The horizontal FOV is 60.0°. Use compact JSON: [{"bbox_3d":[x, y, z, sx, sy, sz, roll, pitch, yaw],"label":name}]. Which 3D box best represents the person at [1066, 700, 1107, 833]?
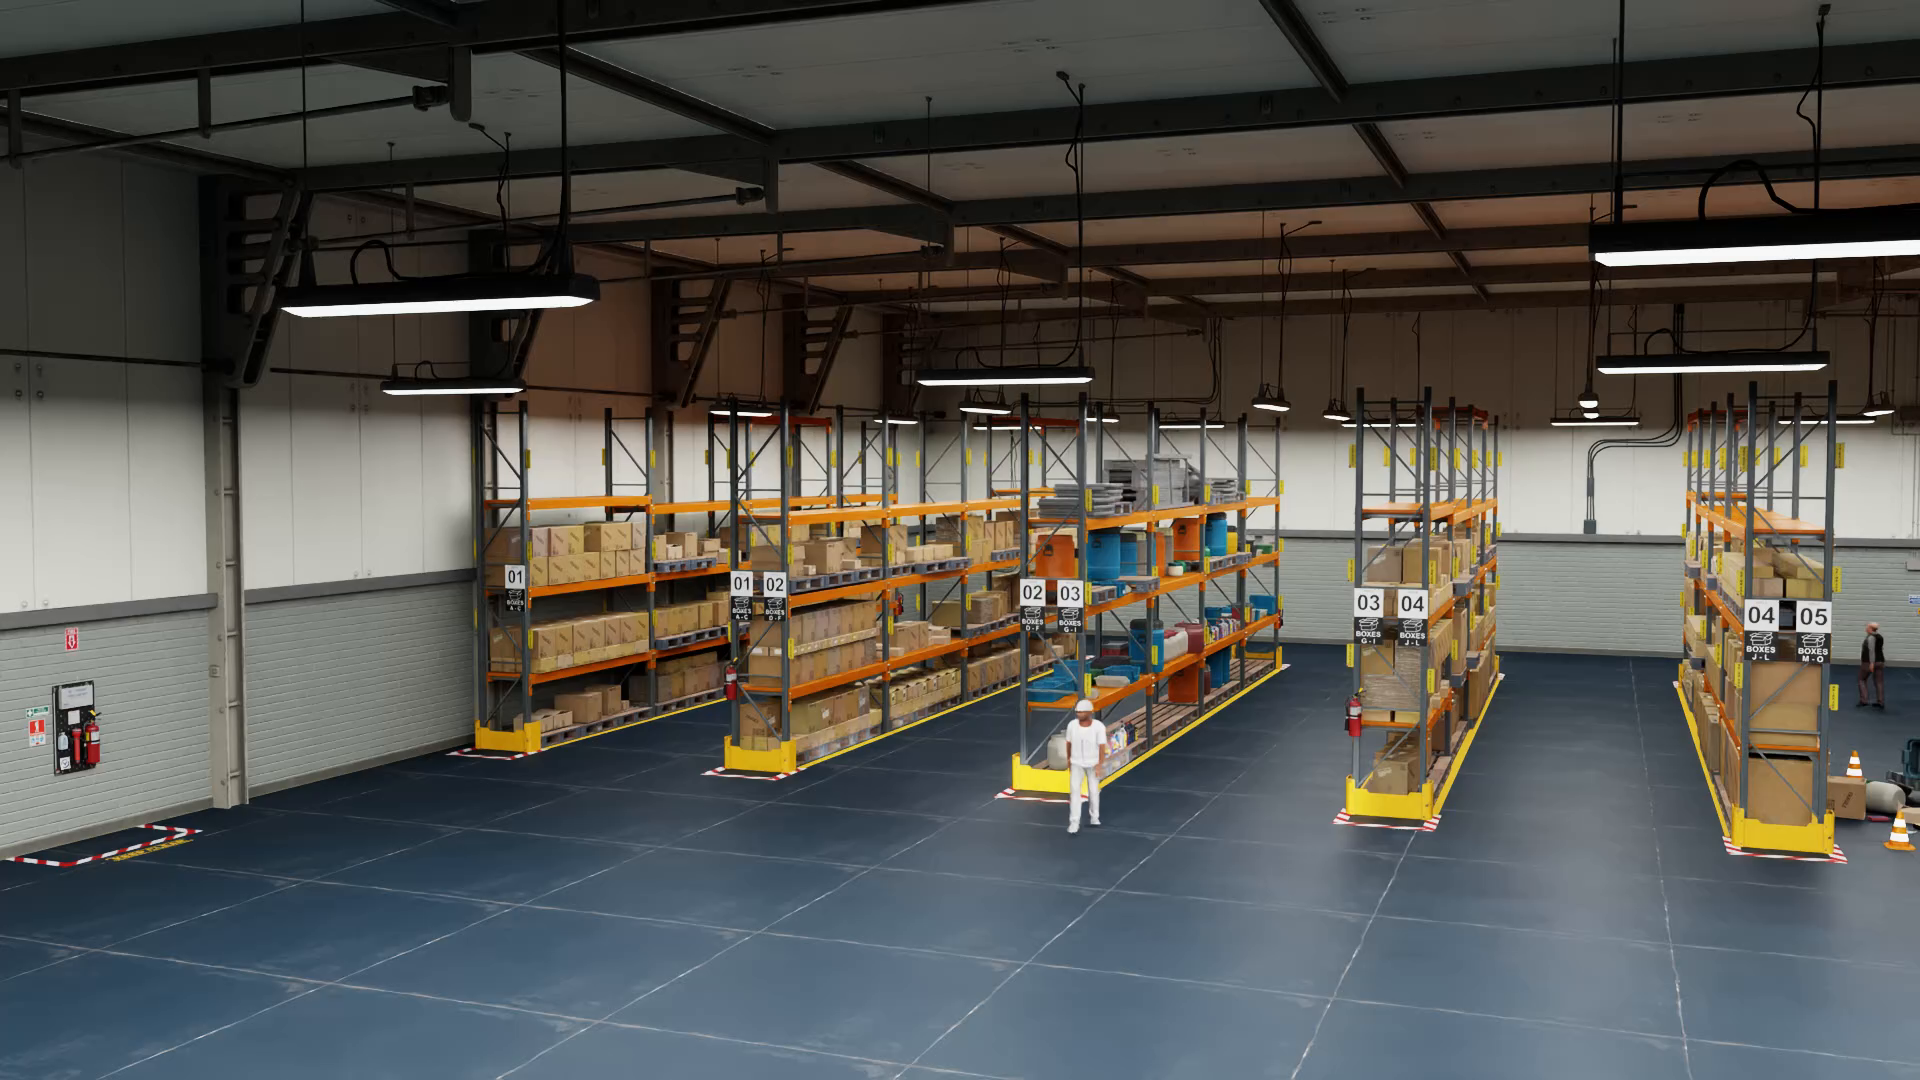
[{"bbox_3d":[1.676,3.020,22.376,0.591,1.726,0.938,1,3,17],"label":"person"}]

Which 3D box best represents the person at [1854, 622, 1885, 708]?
[{"bbox_3d":[18.408,2.538,33.449,0.518,1.753,0.588,0,3,-10],"label":"person"}]
